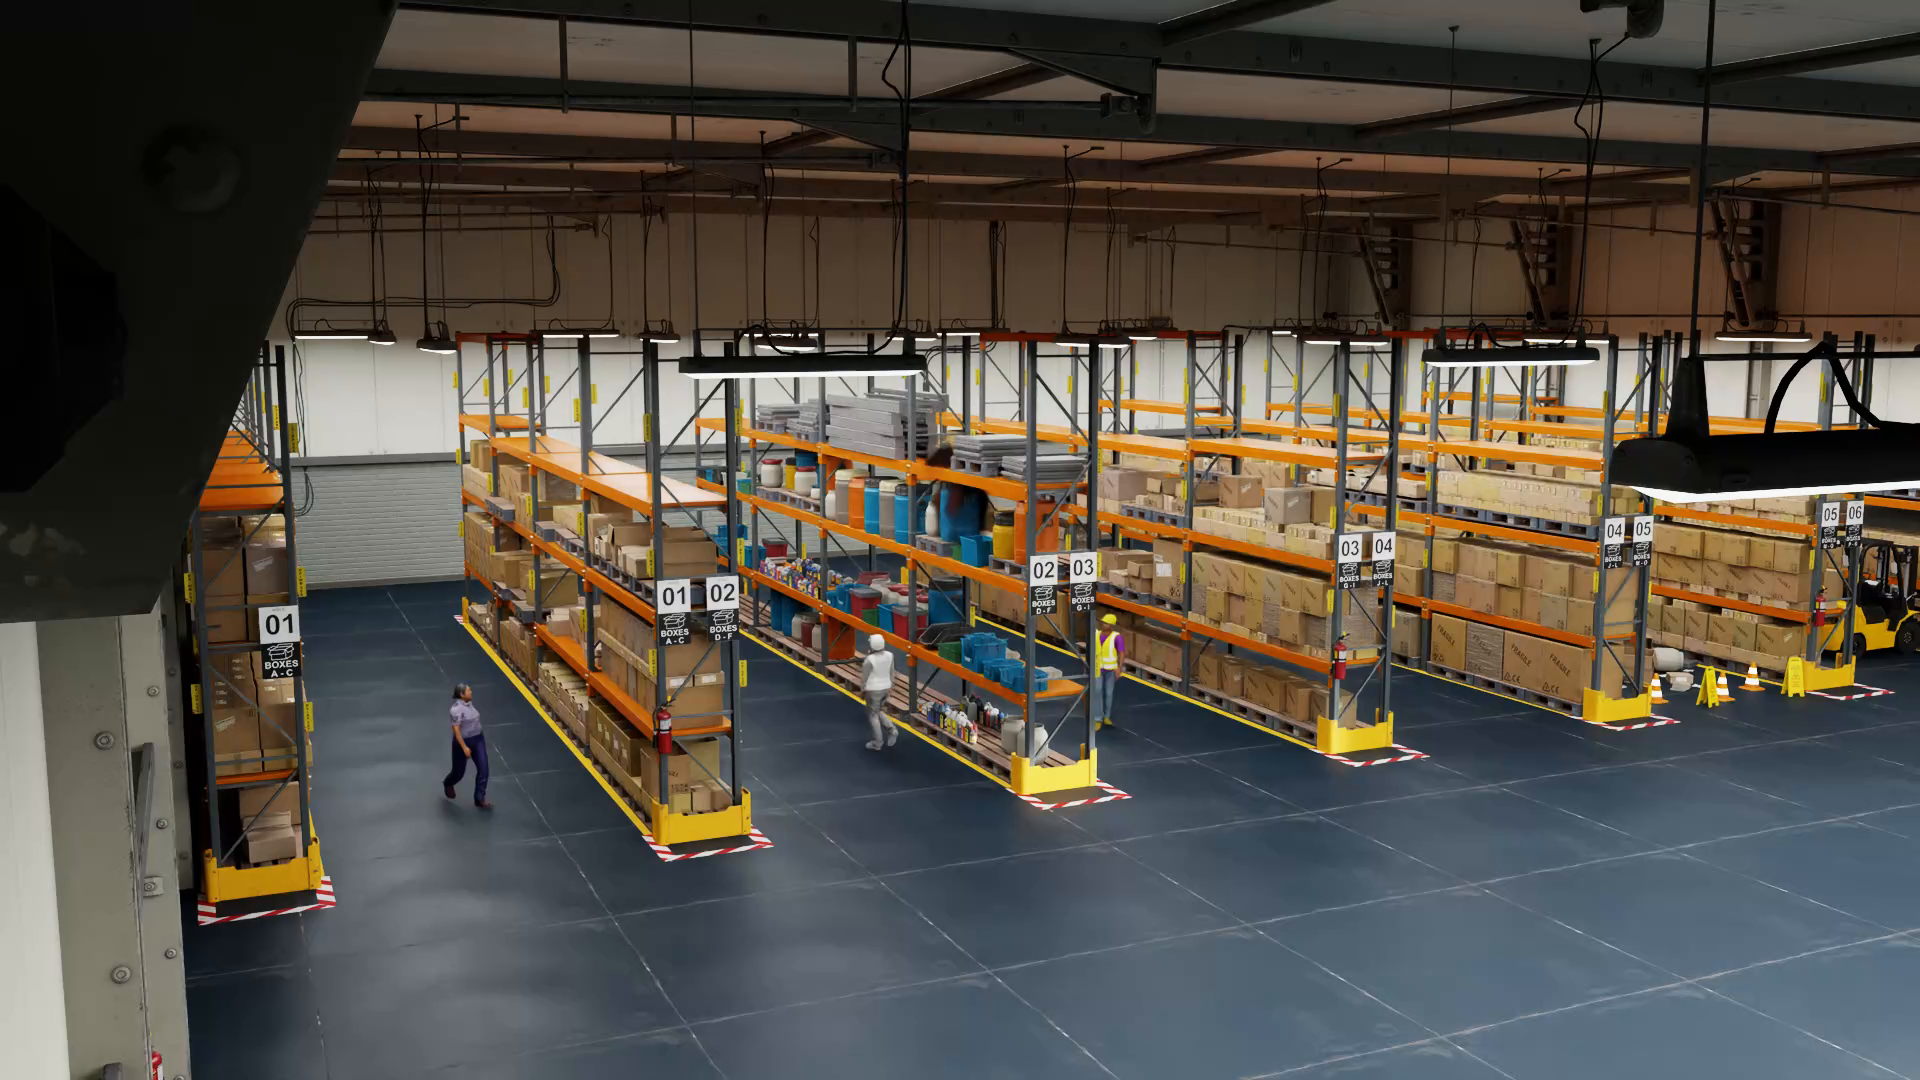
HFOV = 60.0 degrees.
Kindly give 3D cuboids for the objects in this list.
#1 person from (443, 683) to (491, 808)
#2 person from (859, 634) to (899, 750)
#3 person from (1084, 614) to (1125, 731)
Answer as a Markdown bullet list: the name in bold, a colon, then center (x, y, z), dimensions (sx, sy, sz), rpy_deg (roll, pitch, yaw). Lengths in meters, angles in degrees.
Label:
- **person**: center (-6.409, 2.639, 21.542), dimensions (0.465, 1.583, 0.846), rpy_deg (-7, 10, -40)
- **person**: center (-1.201, 2.194, 24.188), dimensions (0.563, 1.733, 0.549), rpy_deg (5, 9, 31)
- **person**: center (2.219, 2.030, 25.615), dimensions (0.631, 1.782, 0.614), rpy_deg (1, 8, 5)
